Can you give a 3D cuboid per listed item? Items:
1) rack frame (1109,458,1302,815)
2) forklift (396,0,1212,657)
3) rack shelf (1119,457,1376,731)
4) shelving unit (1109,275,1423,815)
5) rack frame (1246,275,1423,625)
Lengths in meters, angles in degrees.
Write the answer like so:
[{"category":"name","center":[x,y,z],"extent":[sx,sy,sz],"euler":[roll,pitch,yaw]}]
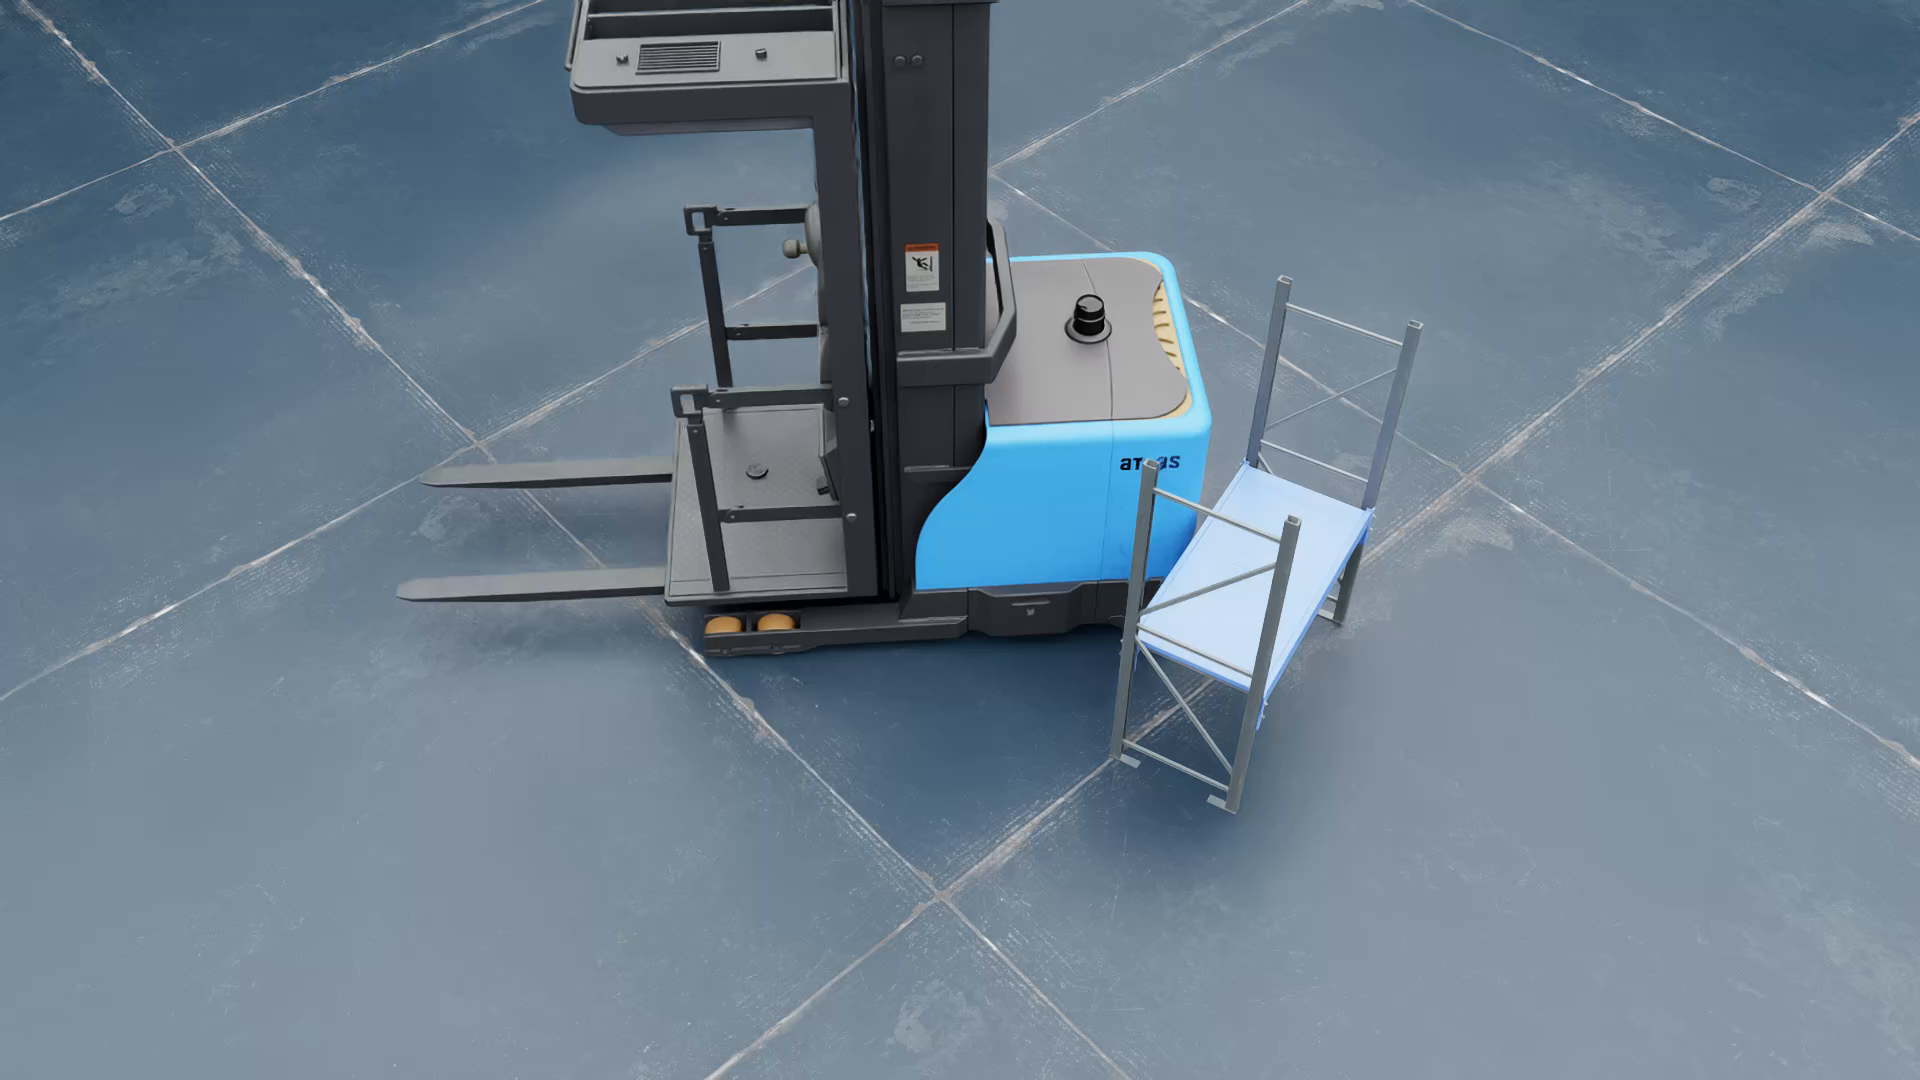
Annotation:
[{"category":"rack frame","center":[0.769,0.365,5.446],"extent":[0.500,1.500,0.032],"euler":[23,52,20]},{"category":"forklift","center":[-0.651,-0.949,5.685],"extent":[3.031,2.935,1.130],"euler":[-3,47,-3]},{"category":"rack shelf","center":[1.027,0.165,5.875],"extent":[0.538,0.185,1.000],"euler":[23,52,20]},{"category":"shelving unit","center":[1.027,0.043,5.743],"extent":[0.538,1.500,1.048],"euler":[23,52,20]},{"category":"rack frame","center":[1.286,-0.279,6.040],"extent":[0.500,1.500,0.032],"euler":[23,52,20]}]
